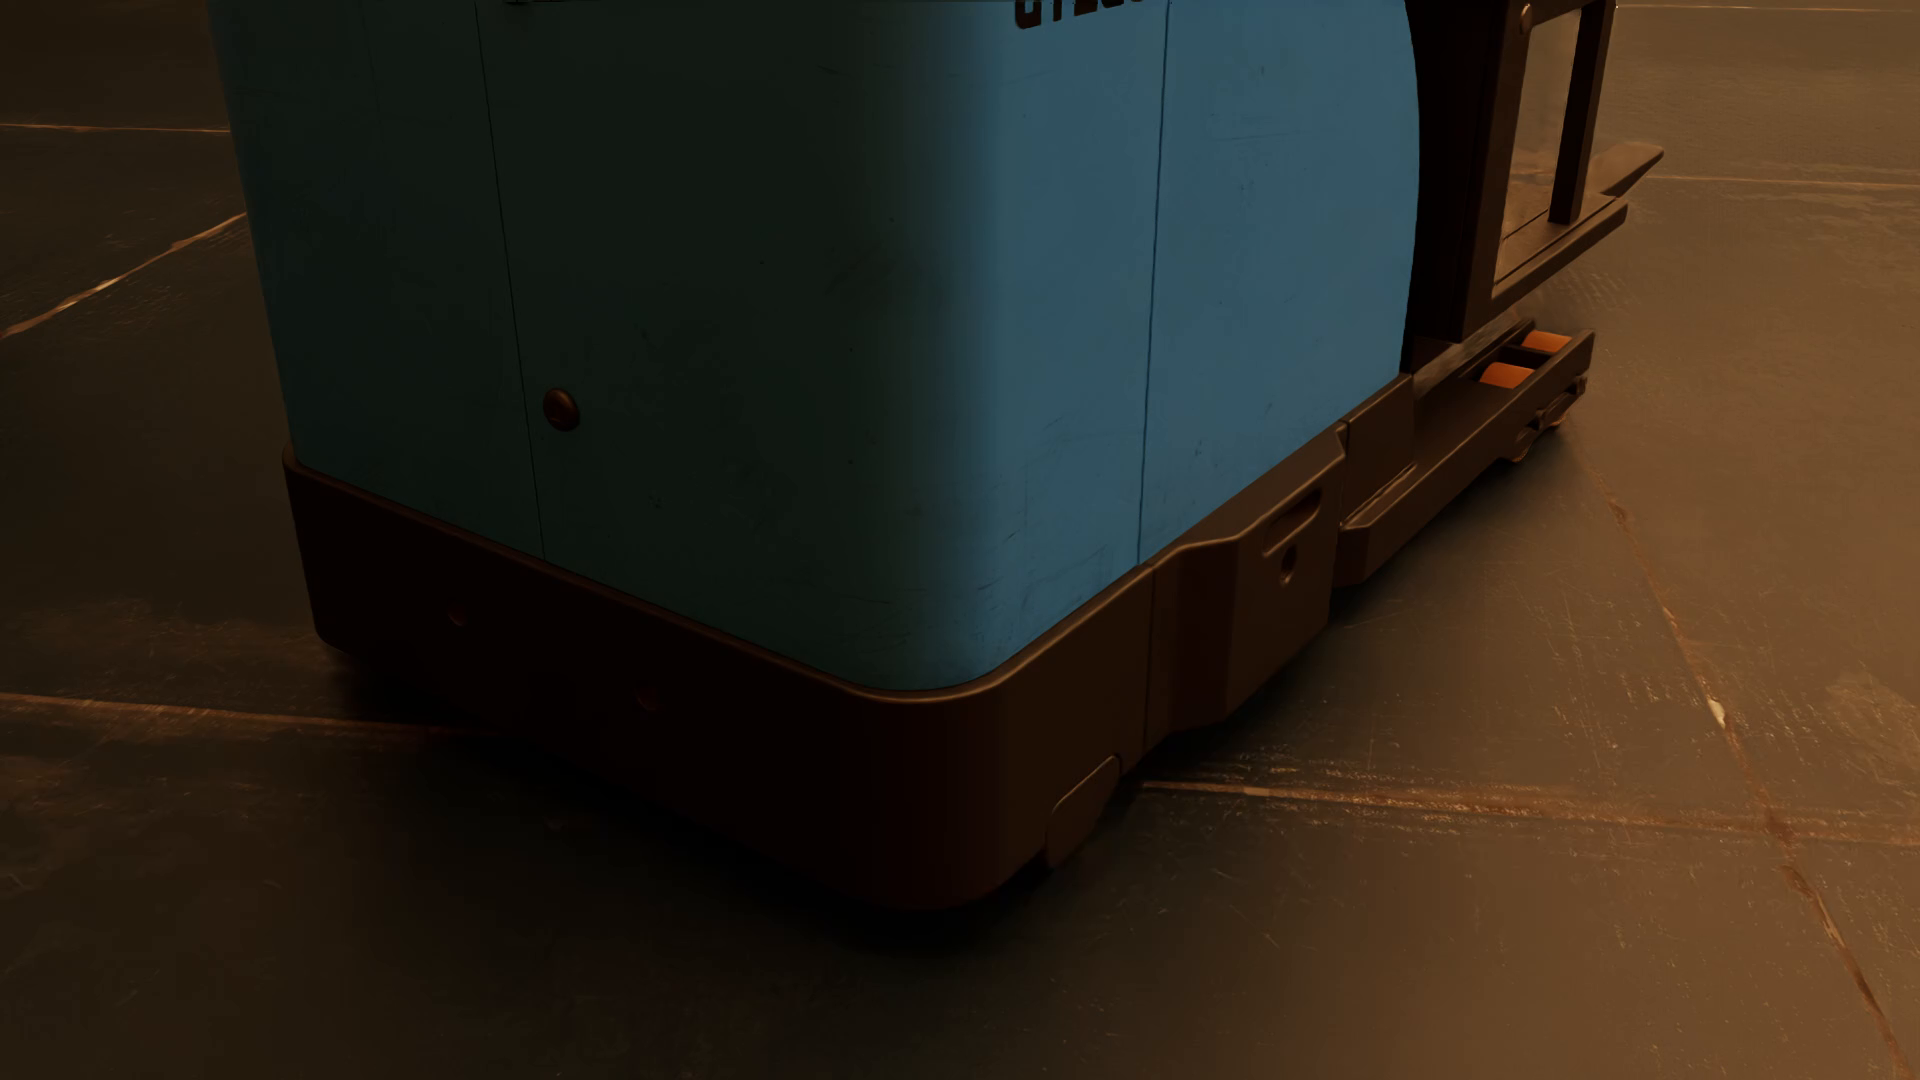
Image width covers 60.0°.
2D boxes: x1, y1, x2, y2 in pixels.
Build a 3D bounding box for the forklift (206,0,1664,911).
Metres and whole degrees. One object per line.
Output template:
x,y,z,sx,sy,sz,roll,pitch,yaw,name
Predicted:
0.445,-1.552,2.327,1.130,2.935,3.031,18,32,32,forklift
